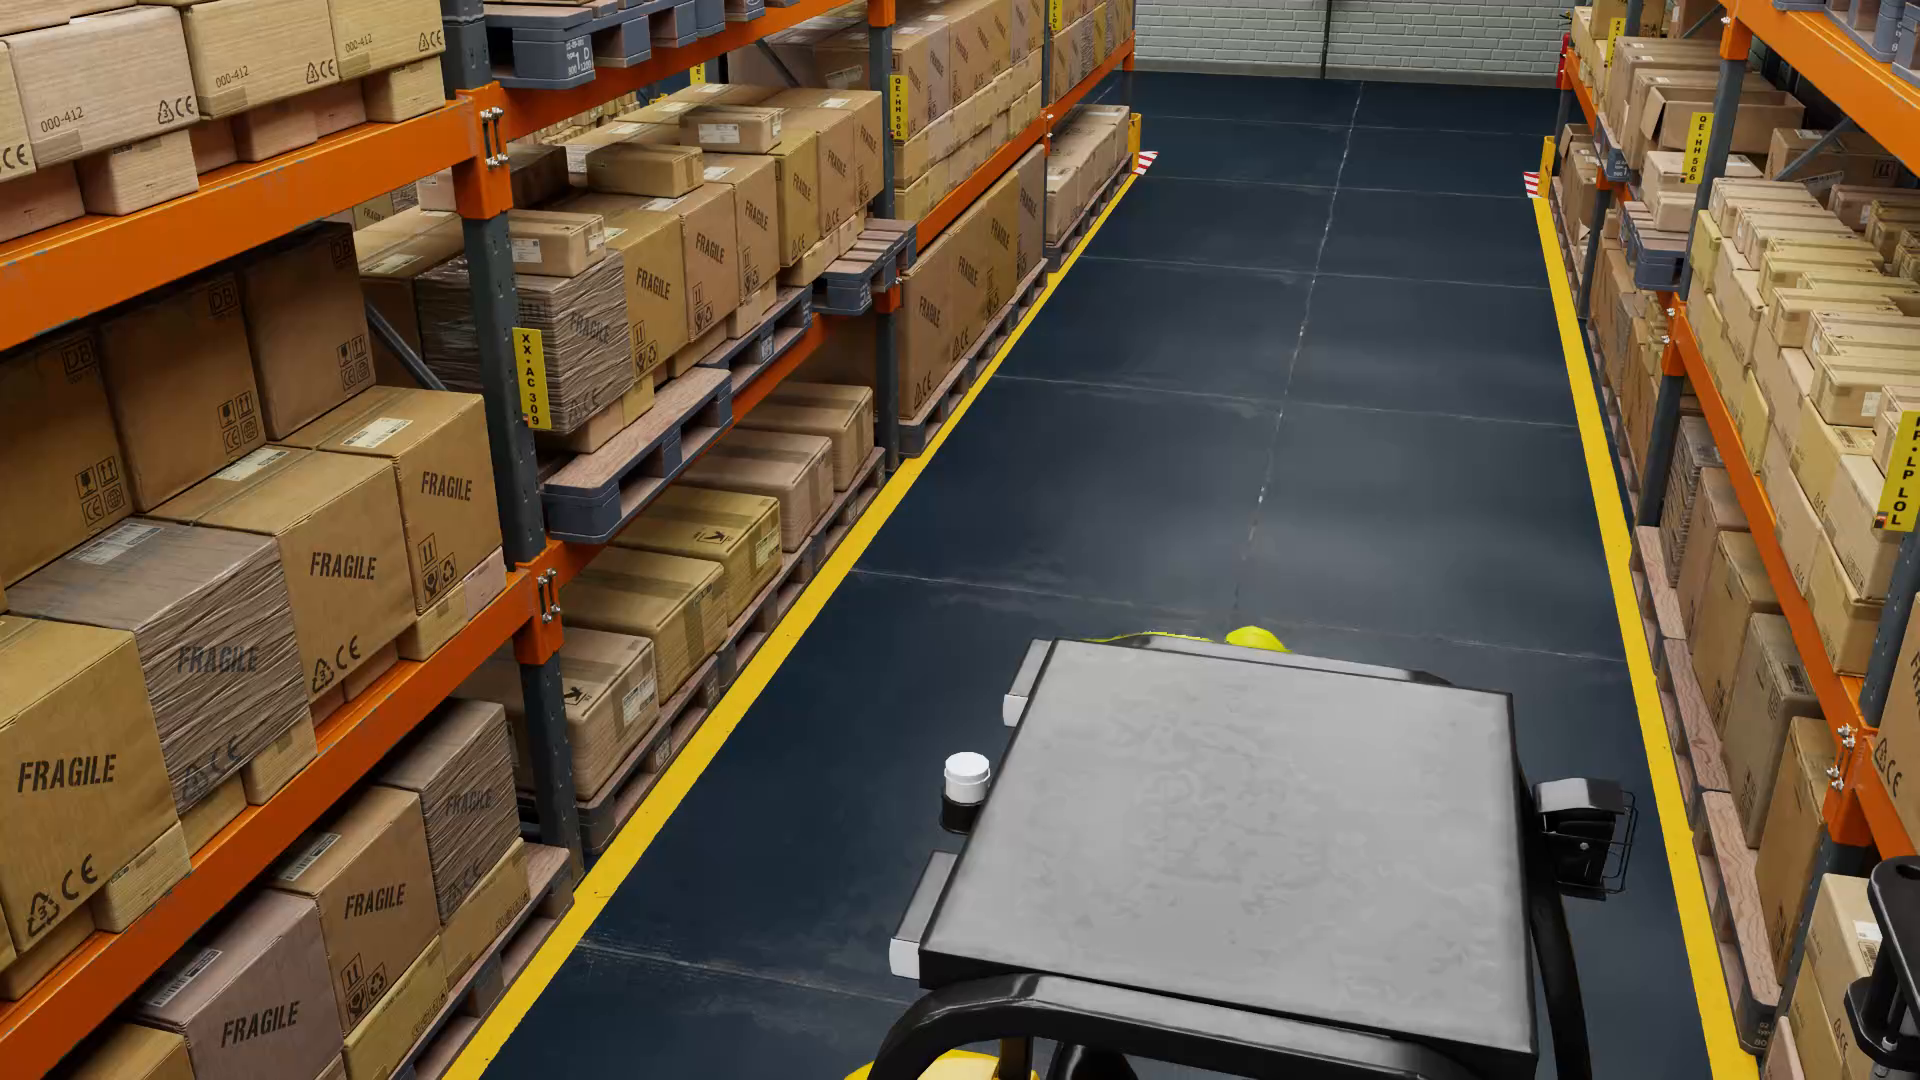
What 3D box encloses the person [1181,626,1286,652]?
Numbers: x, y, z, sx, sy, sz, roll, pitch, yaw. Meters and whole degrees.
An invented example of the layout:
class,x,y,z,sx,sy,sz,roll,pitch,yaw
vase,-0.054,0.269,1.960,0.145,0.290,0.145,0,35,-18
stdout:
class,x,y,z,sx,sy,sz,roll,pitch,yaw
person,0.745,0.740,5.923,0.881,0.994,0.588,6,26,13
